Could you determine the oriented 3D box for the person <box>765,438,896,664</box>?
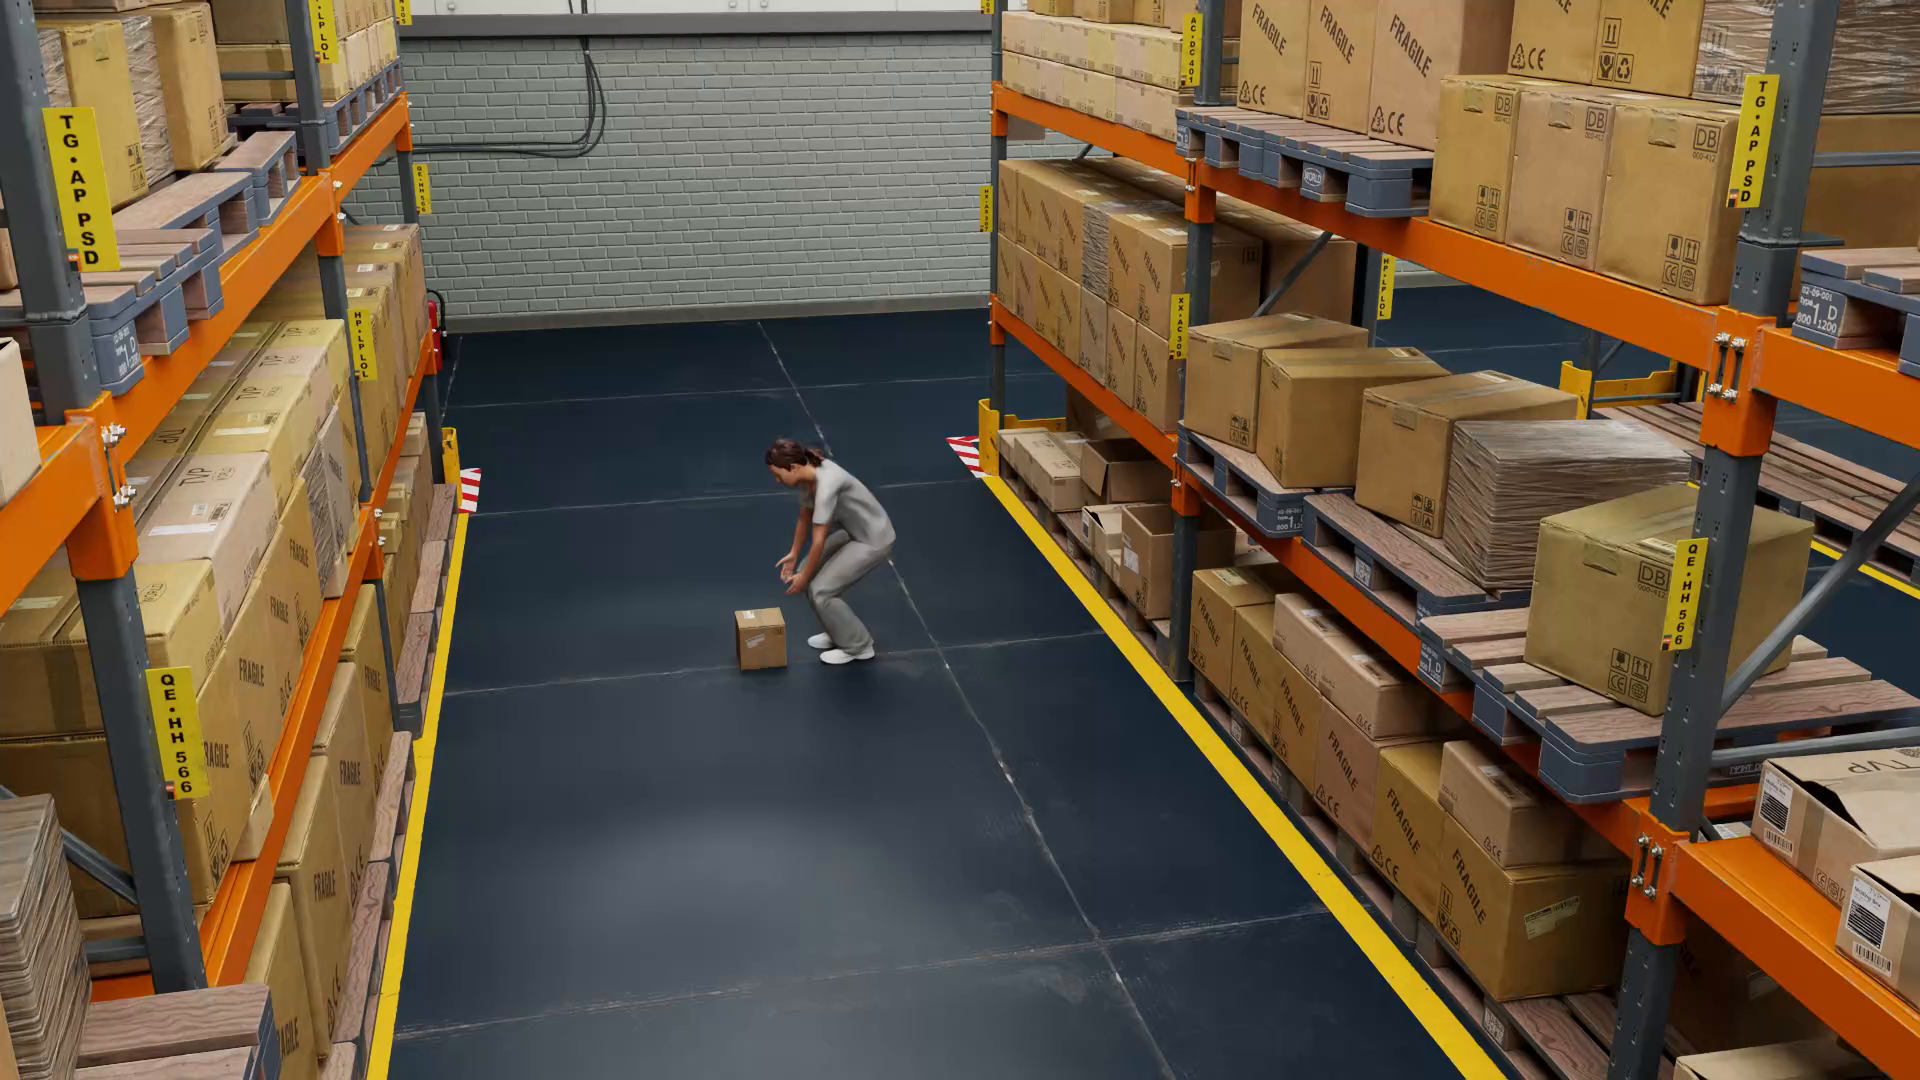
[{"bbox_3d":[-0.695,0.045,9.048,0.696,1.275,0.490,-5,20,-12],"label":"person"}]
